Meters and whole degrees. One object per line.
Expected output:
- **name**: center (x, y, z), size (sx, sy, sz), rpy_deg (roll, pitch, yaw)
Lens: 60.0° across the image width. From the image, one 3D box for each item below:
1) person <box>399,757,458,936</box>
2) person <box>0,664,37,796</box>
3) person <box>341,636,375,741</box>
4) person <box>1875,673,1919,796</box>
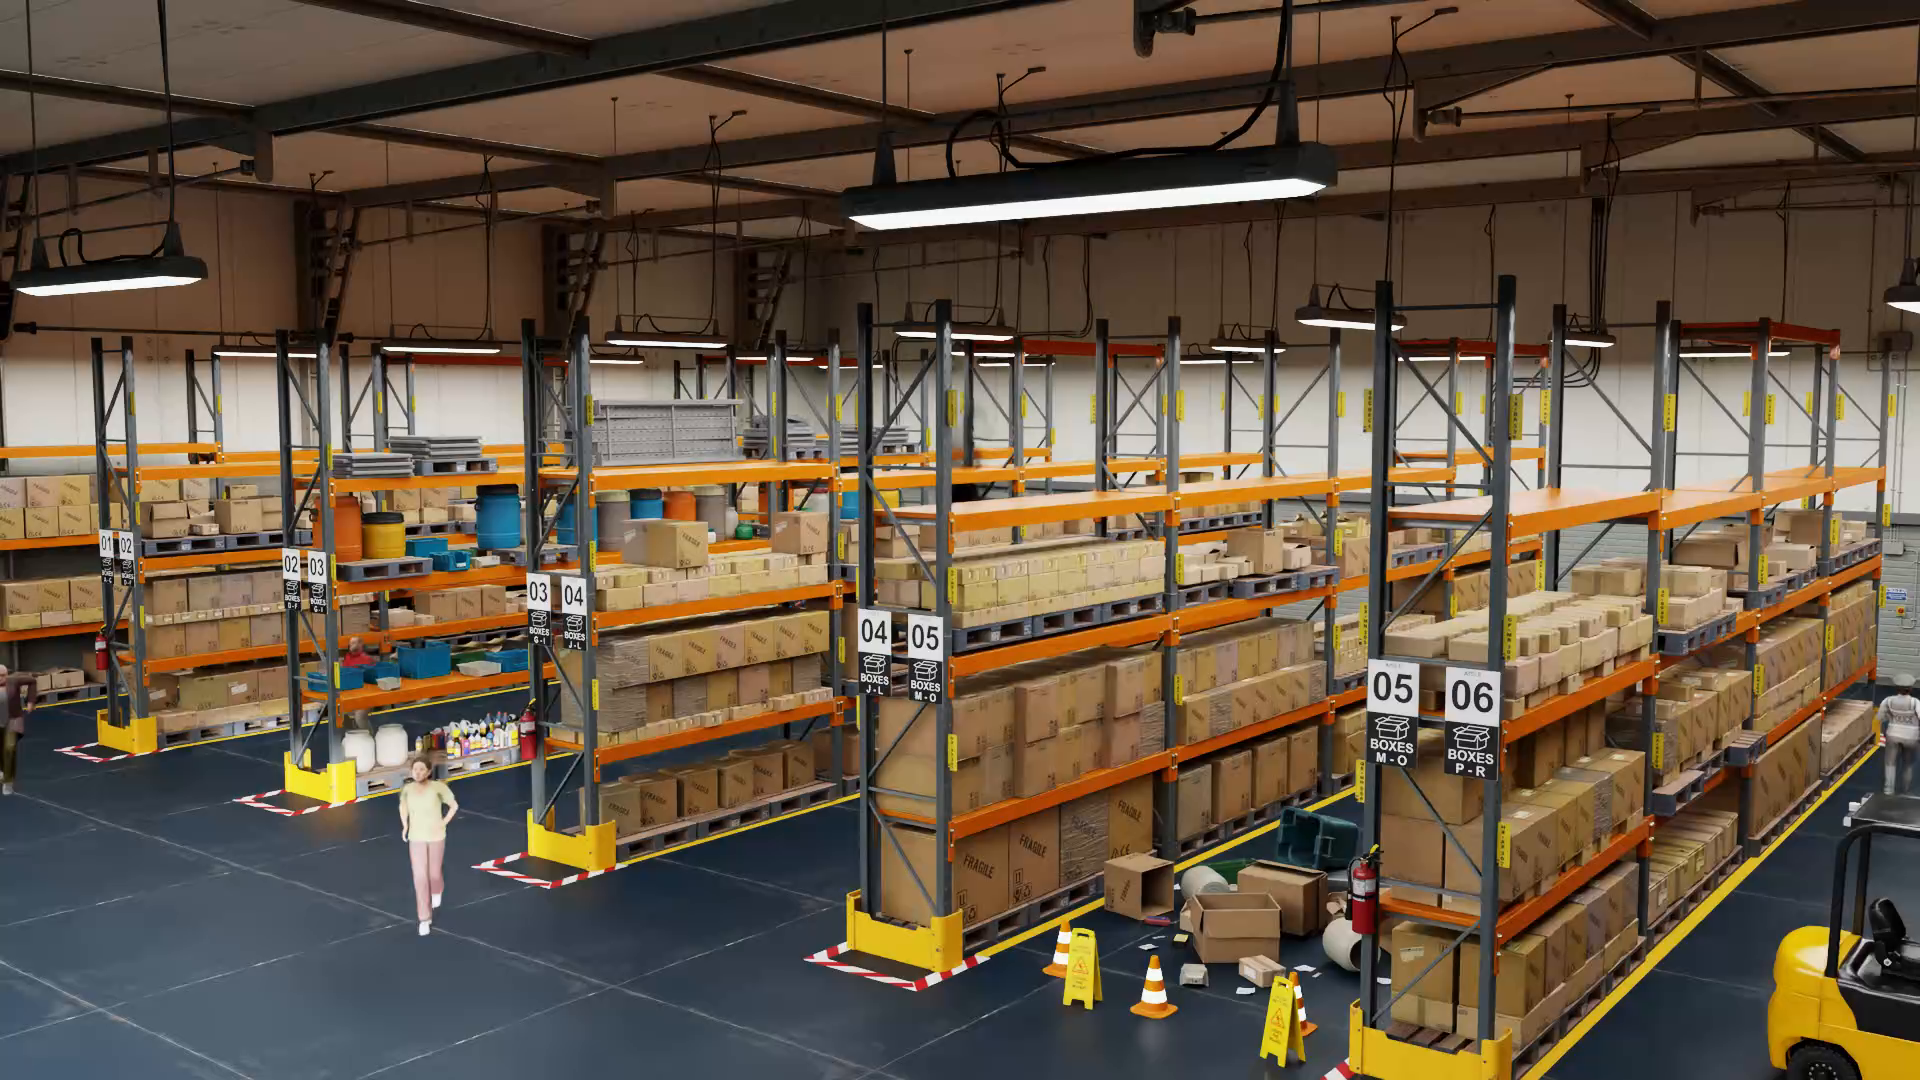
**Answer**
- **person**: center (-0.612, 2.681, 19.092), size (10.331, 1.690, 5.413), rpy_deg (-1, 5, -7)
- **person**: center (-12.512, 2.452, 21.805), size (0.752, 1.755, 1.079), rpy_deg (-3, 6, -27)
- **person**: center (-8.740, 2.263, 23.957), size (0.647, 1.628, 0.651), rpy_deg (2, 5, 25)
- **person**: center (11.755, 2.500, 20.758), size (0.617, 1.676, 0.933), rpy_deg (3, 6, 34)
